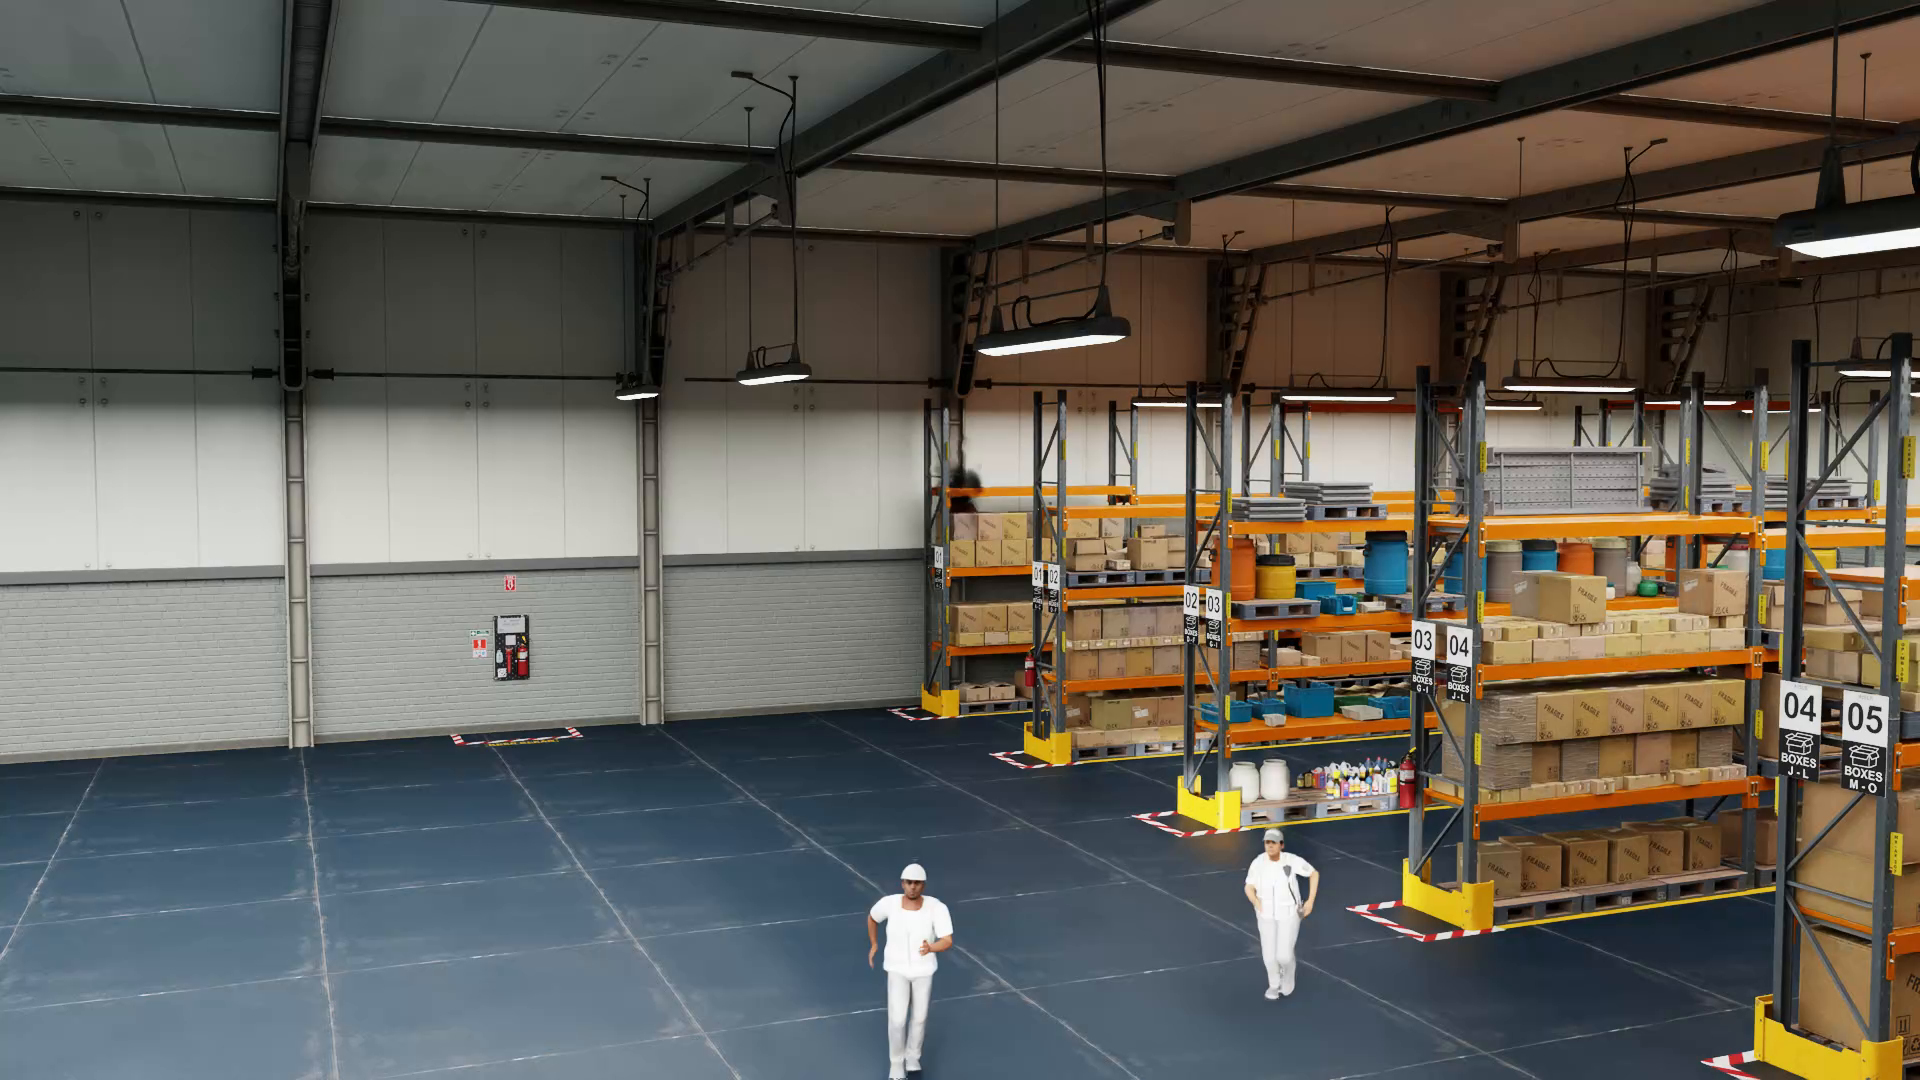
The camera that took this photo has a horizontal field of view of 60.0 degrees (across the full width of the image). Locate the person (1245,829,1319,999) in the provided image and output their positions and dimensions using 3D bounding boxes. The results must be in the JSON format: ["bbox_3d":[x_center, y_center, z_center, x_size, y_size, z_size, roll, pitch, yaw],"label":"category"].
[{"bbox_3d":[2.921,3.449,15.225,0.623,1.621,0.726,2,4,25],"label":"person"}]

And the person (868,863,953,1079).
[{"bbox_3d":[-0.397,3.493,13.391,0.685,1.785,0.692,0,3,-4],"label":"person"}]

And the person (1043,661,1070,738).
[{"bbox_3d":[1.789,2.596,29.016,0.632,1.722,0.707,-2,4,-30],"label":"person"}]
